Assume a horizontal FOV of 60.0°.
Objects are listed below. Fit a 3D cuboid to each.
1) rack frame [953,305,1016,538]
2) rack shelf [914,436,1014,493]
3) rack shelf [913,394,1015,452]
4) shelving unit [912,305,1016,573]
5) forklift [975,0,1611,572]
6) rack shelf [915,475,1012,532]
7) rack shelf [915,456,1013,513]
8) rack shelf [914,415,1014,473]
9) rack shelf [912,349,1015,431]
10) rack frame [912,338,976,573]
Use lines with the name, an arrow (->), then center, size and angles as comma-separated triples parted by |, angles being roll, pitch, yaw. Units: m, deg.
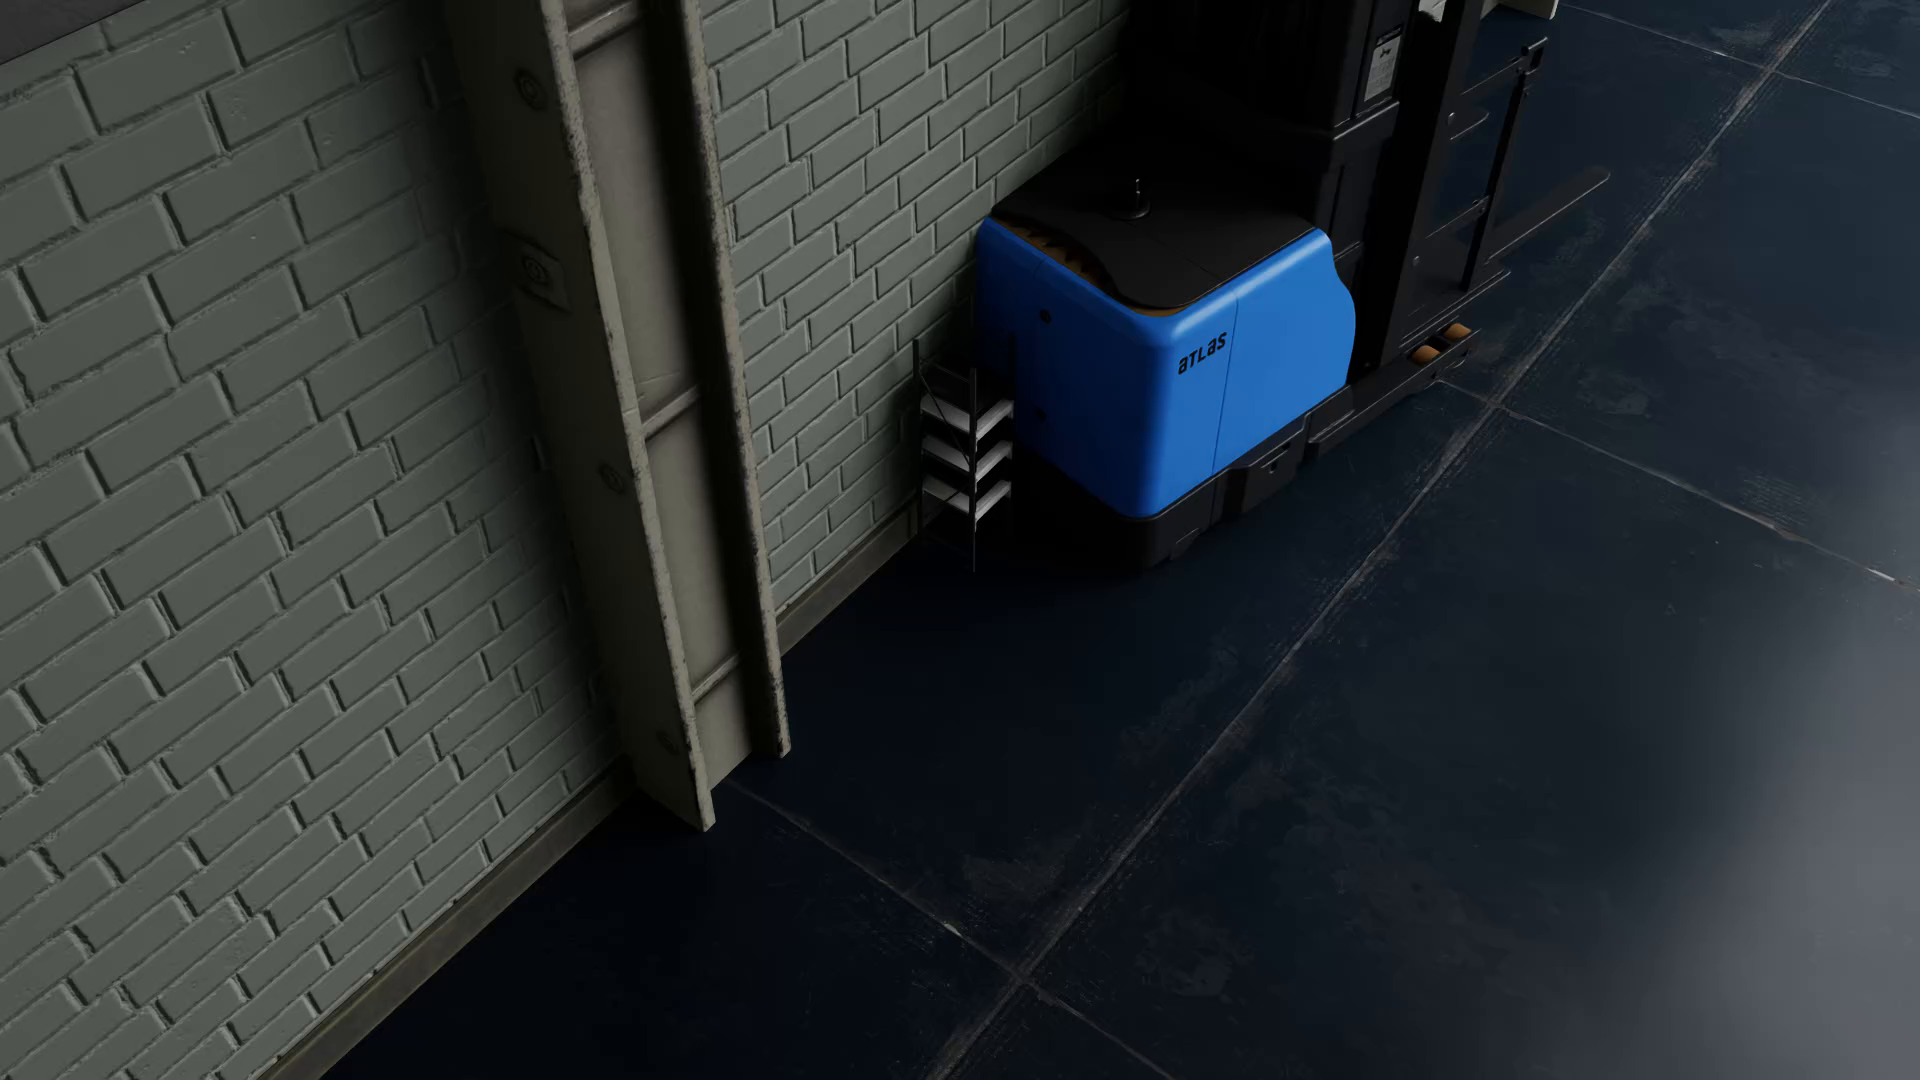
rack frame -> 0.074, -0.371, 5.482 | 0.240, 0.900, 0.006 | 29, 53, 25
rack shelf -> 0.013, -0.289, 5.450 | 0.258, 0.077, 0.200 | 29, 53, 25
rack shelf -> 0.013, -0.414, 5.320 | 0.258, 0.077, 0.200 | 29, 53, 25
shelving unit -> 0.013, -0.312, 5.426 | 0.258, 0.900, 0.210 | 29, 53, 25
forklift -> 1.350, -1.836, 5.477 | 3.031, 2.935, 1.130 | -33, 55, -27
rack shelf -> 0.013, -0.165, 5.580 | 0.258, 0.077, 0.200 | 29, 53, 25
rack shelf -> 0.013, -0.227, 5.515 | 0.258, 0.077, 0.200 | 29, 53, 25
rack shelf -> 0.013, -0.352, 5.385 | 0.258, 0.077, 0.200 | 29, 53, 25
rack shelf -> 0.013, -0.476, 5.255 | 0.258, 0.077, 0.200 | 29, 53, 25
rack frame -> -0.048, -0.254, 5.370 | 0.240, 0.900, 0.006 | 29, 53, 25
